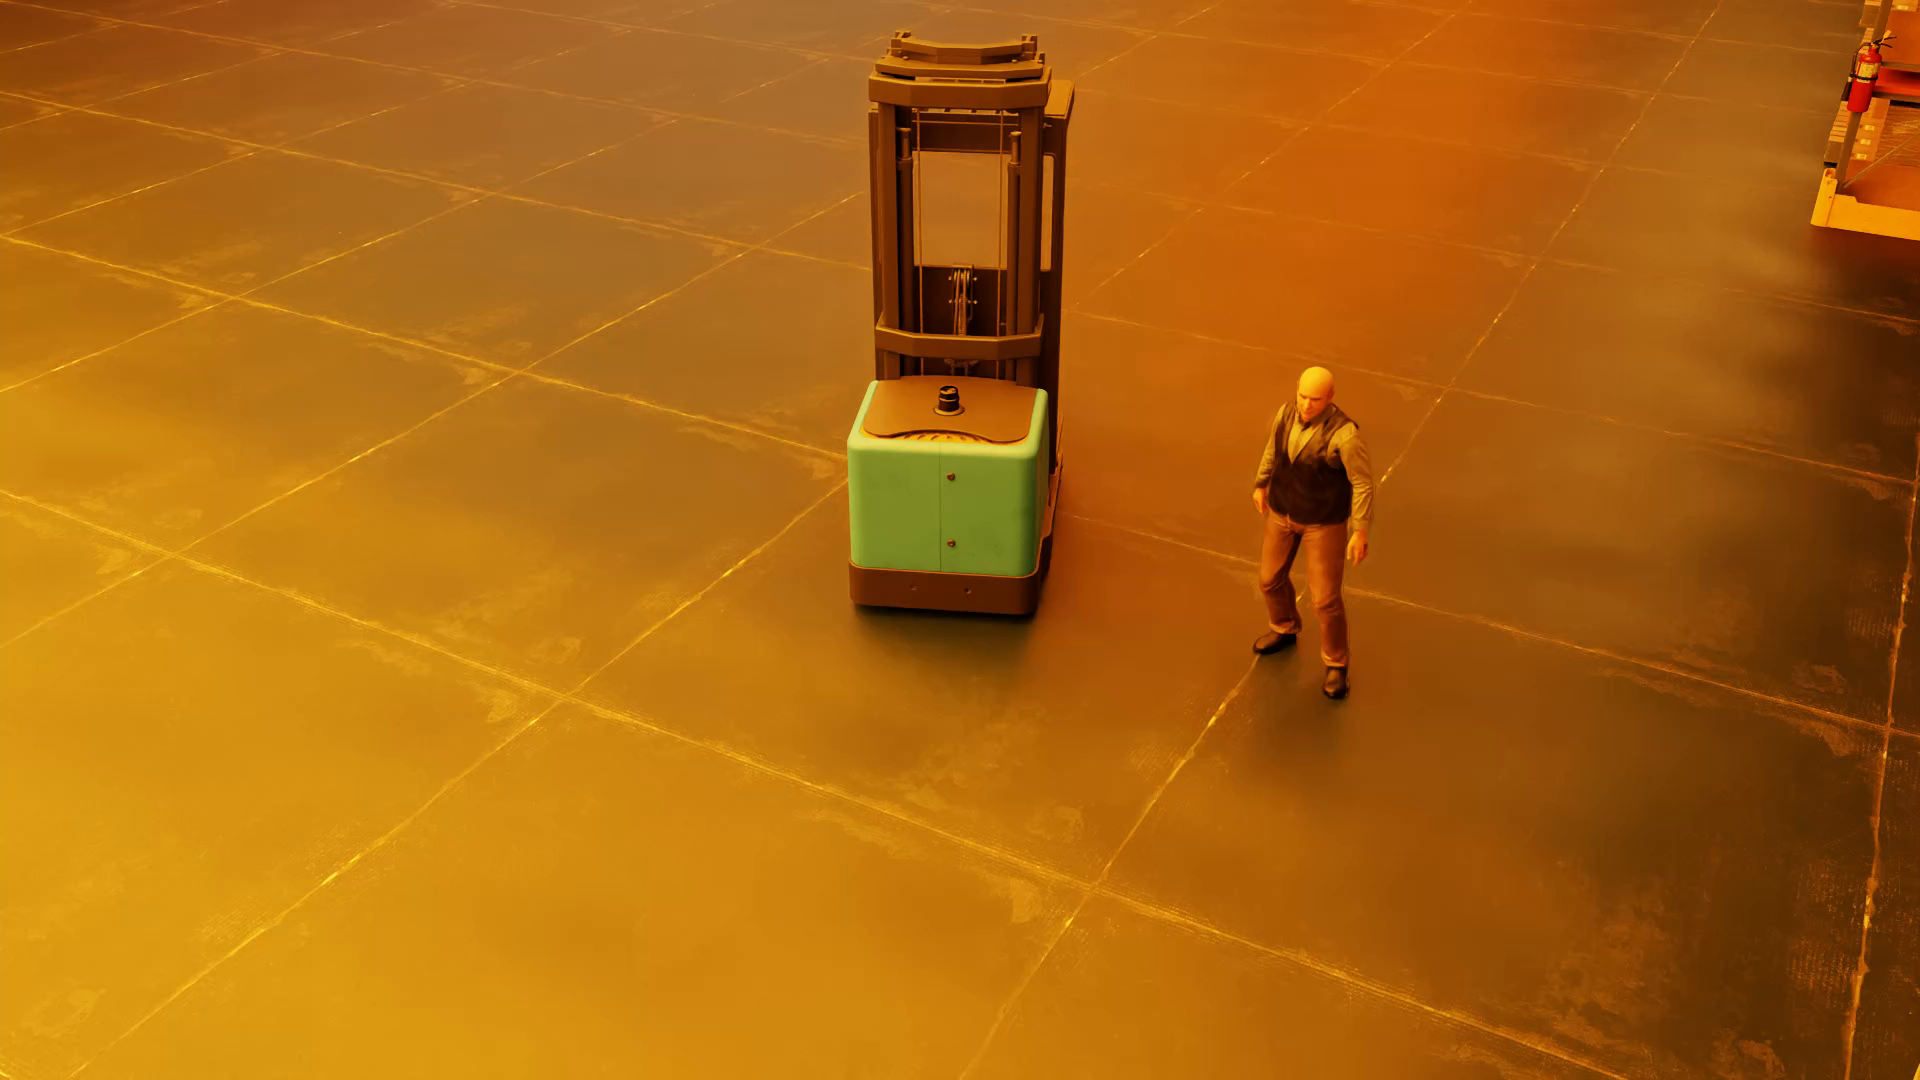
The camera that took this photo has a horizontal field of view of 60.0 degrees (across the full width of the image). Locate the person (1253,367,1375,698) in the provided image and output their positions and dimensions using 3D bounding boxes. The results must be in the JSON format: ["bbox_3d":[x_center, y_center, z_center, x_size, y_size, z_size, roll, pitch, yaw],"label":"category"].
[{"bbox_3d":[1.796,-0.111,8.500,0.387,1.695,0.813,-25,38,-36],"label":"person"}]

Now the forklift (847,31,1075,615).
[{"bbox_3d":[0.072,-1.572,9.794,1.130,2.935,3.031,3,30,6],"label":"forklift"}]
